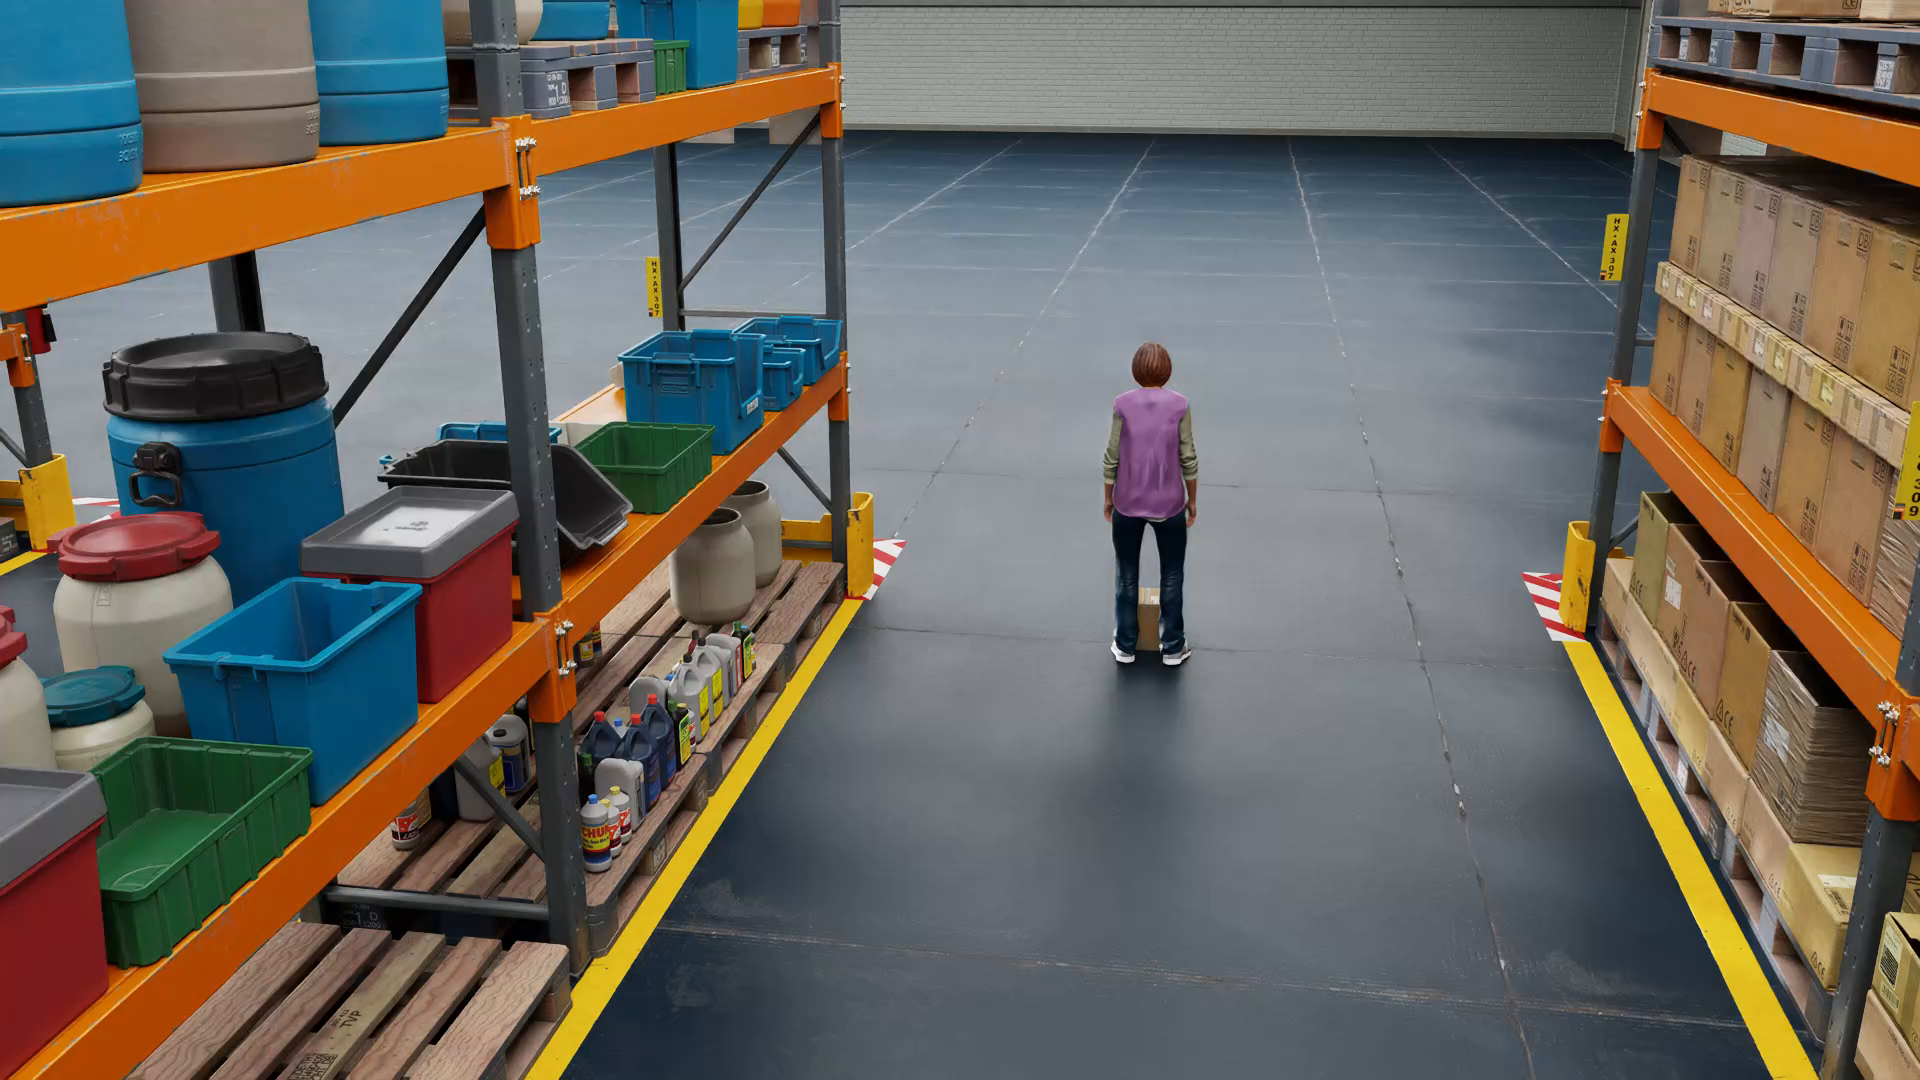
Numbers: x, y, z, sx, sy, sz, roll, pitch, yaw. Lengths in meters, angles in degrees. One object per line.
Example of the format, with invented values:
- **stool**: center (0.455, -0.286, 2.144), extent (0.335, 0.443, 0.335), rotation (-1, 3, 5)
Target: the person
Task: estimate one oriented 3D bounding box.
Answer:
- **person**: center (0.918, -0.162, 8.065), extent (0.460, 1.593, 0.343), rotation (3, 18, 9)
